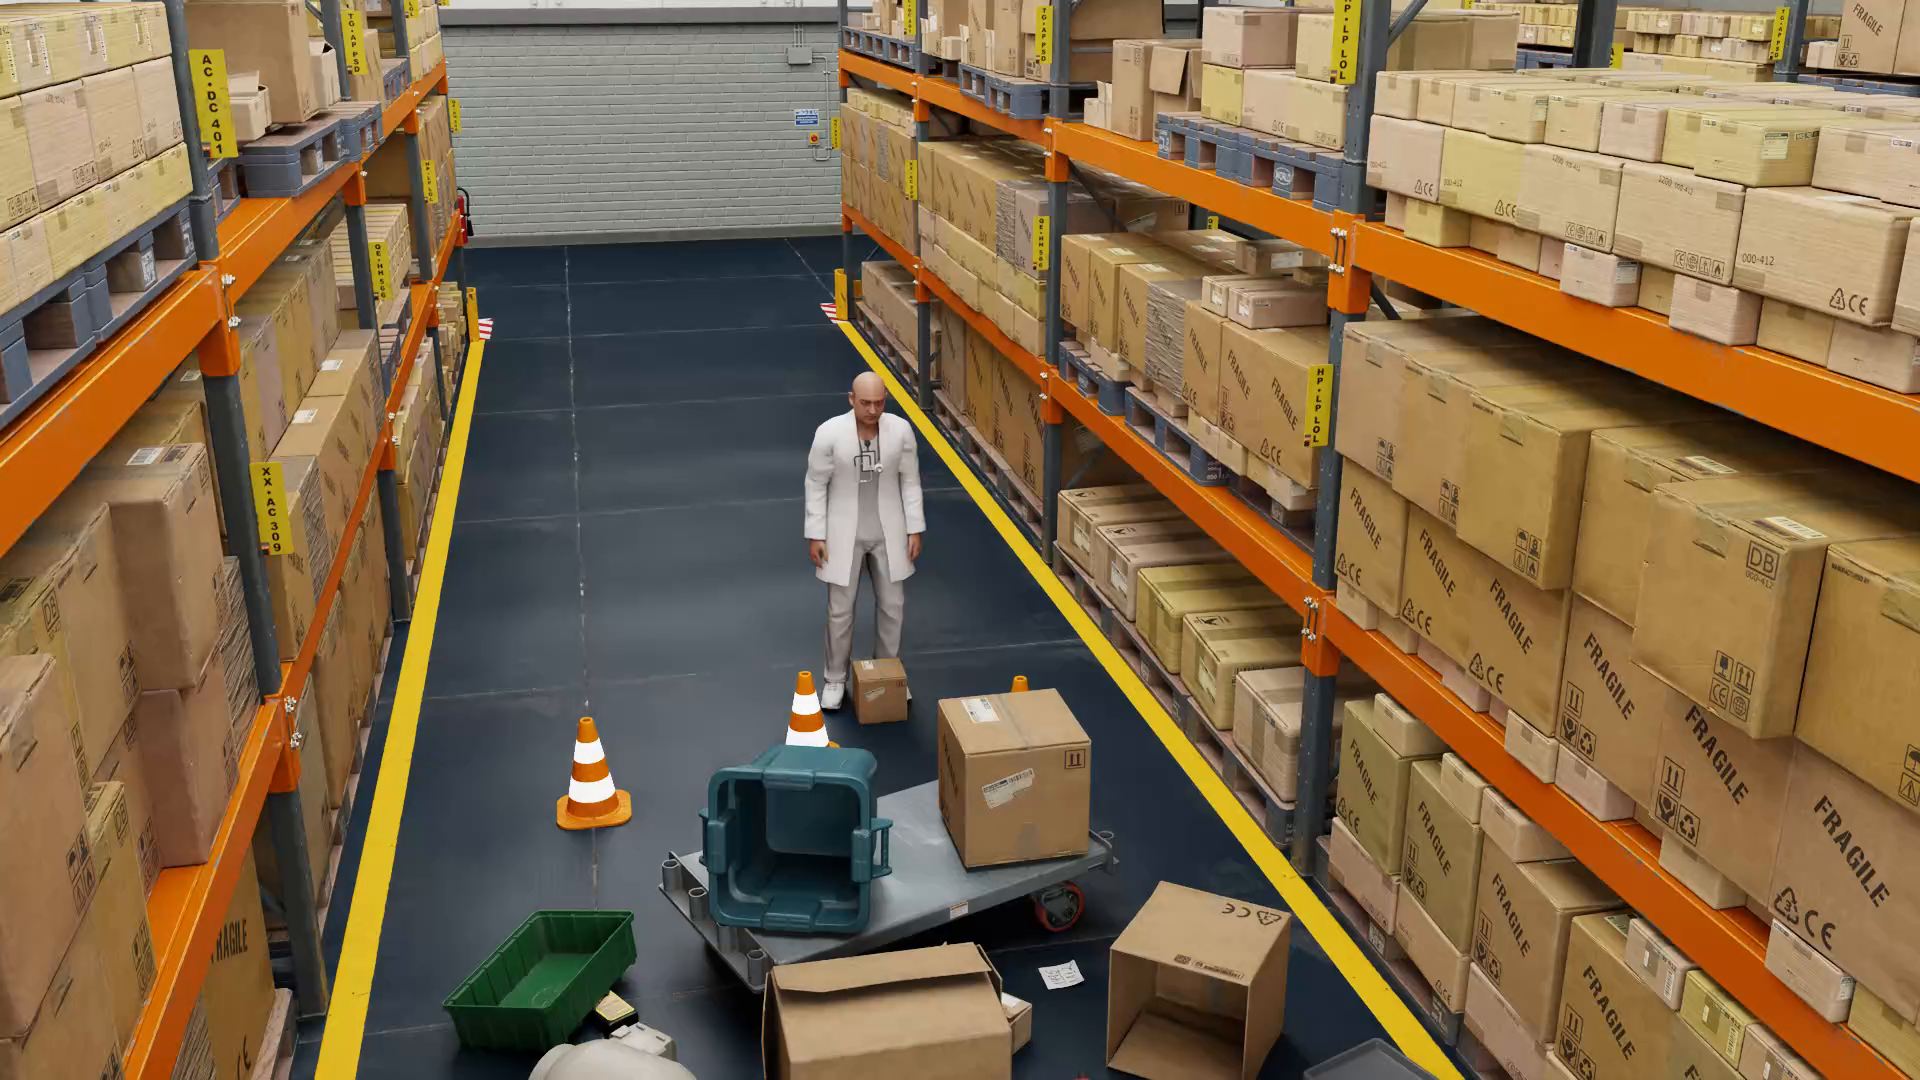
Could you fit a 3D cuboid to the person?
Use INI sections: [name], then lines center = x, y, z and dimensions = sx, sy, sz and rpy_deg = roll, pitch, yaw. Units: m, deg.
[person]
center = -0.491, -0.014, 8.633
dimensions = 0.640, 1.773, 0.426
rpy_deg = -5, 20, -13
